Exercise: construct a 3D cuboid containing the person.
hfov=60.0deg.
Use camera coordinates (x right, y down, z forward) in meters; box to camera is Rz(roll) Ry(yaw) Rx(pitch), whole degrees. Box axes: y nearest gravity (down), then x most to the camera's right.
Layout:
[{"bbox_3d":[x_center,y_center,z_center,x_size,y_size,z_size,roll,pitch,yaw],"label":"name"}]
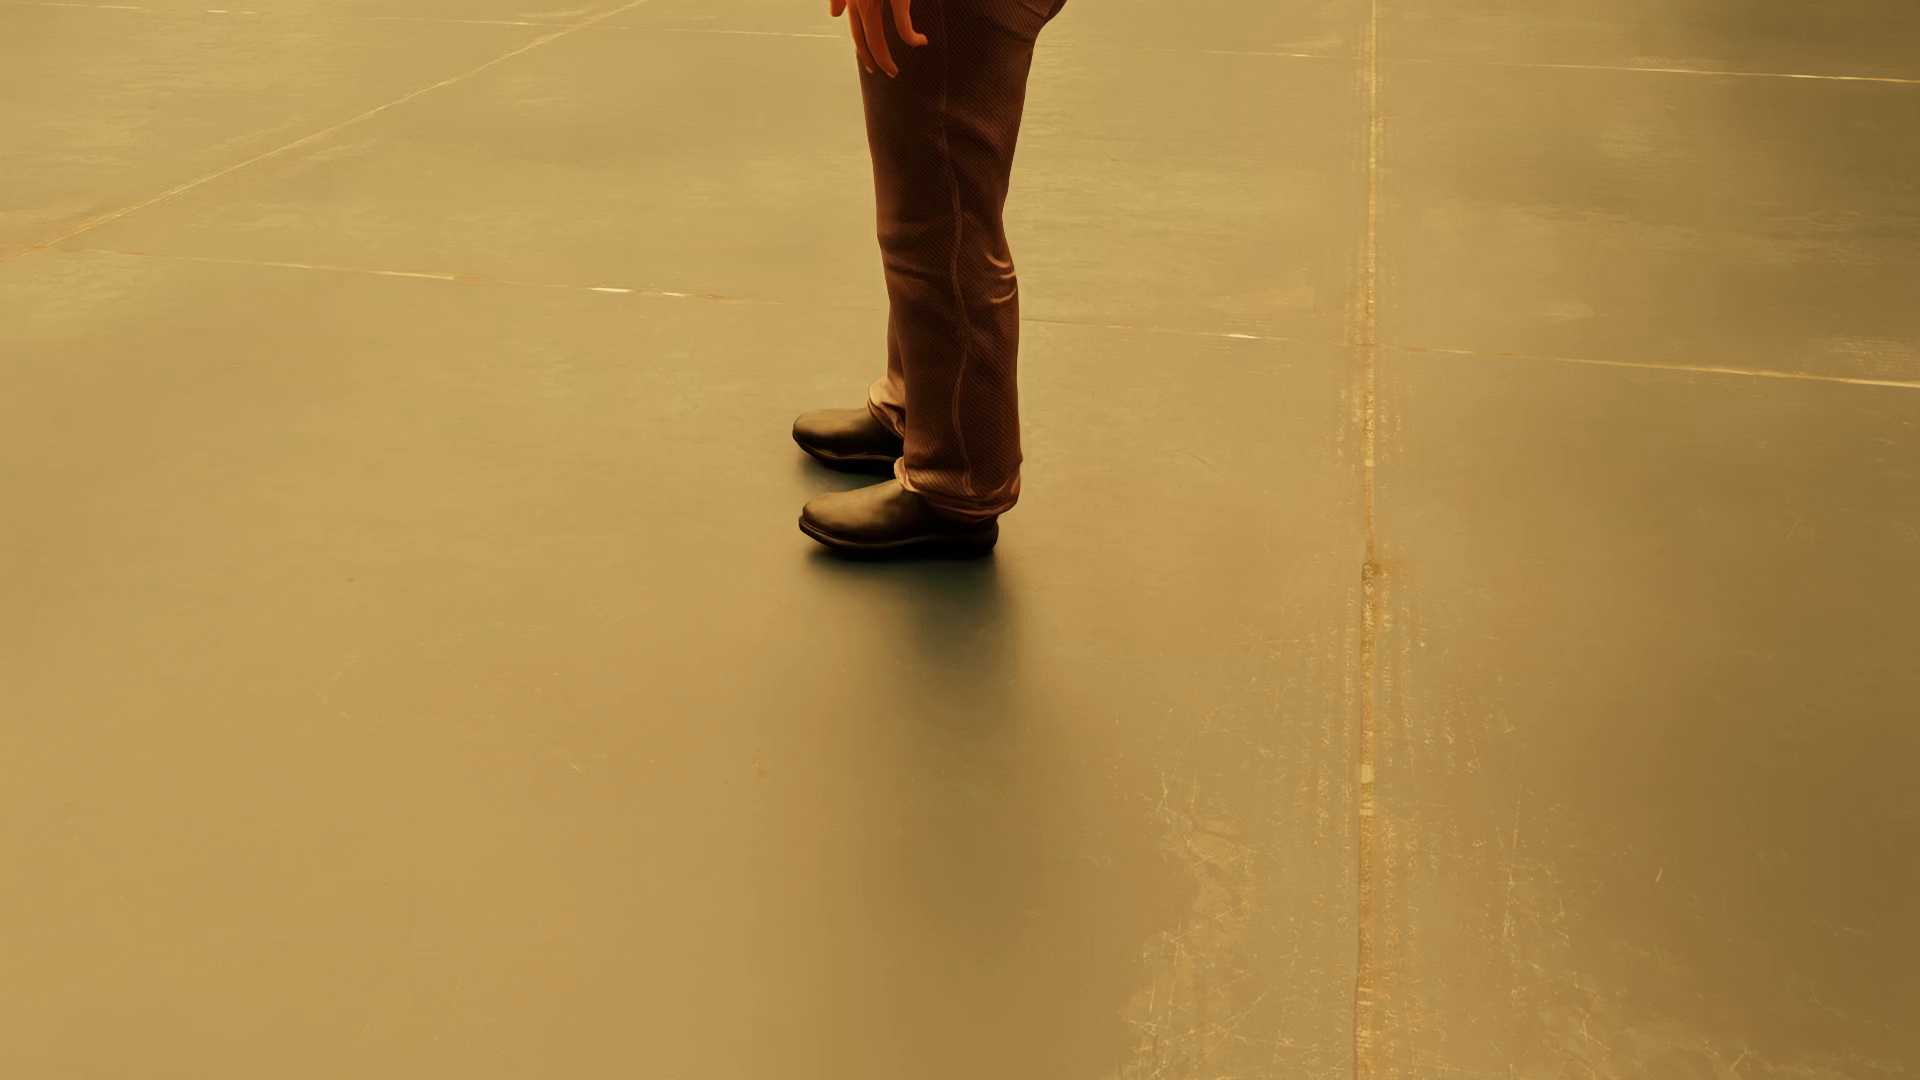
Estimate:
[{"bbox_3d":[-0.060,-0.785,2.127,0.566,1.722,0.634,6,27,11],"label":"person"}]
